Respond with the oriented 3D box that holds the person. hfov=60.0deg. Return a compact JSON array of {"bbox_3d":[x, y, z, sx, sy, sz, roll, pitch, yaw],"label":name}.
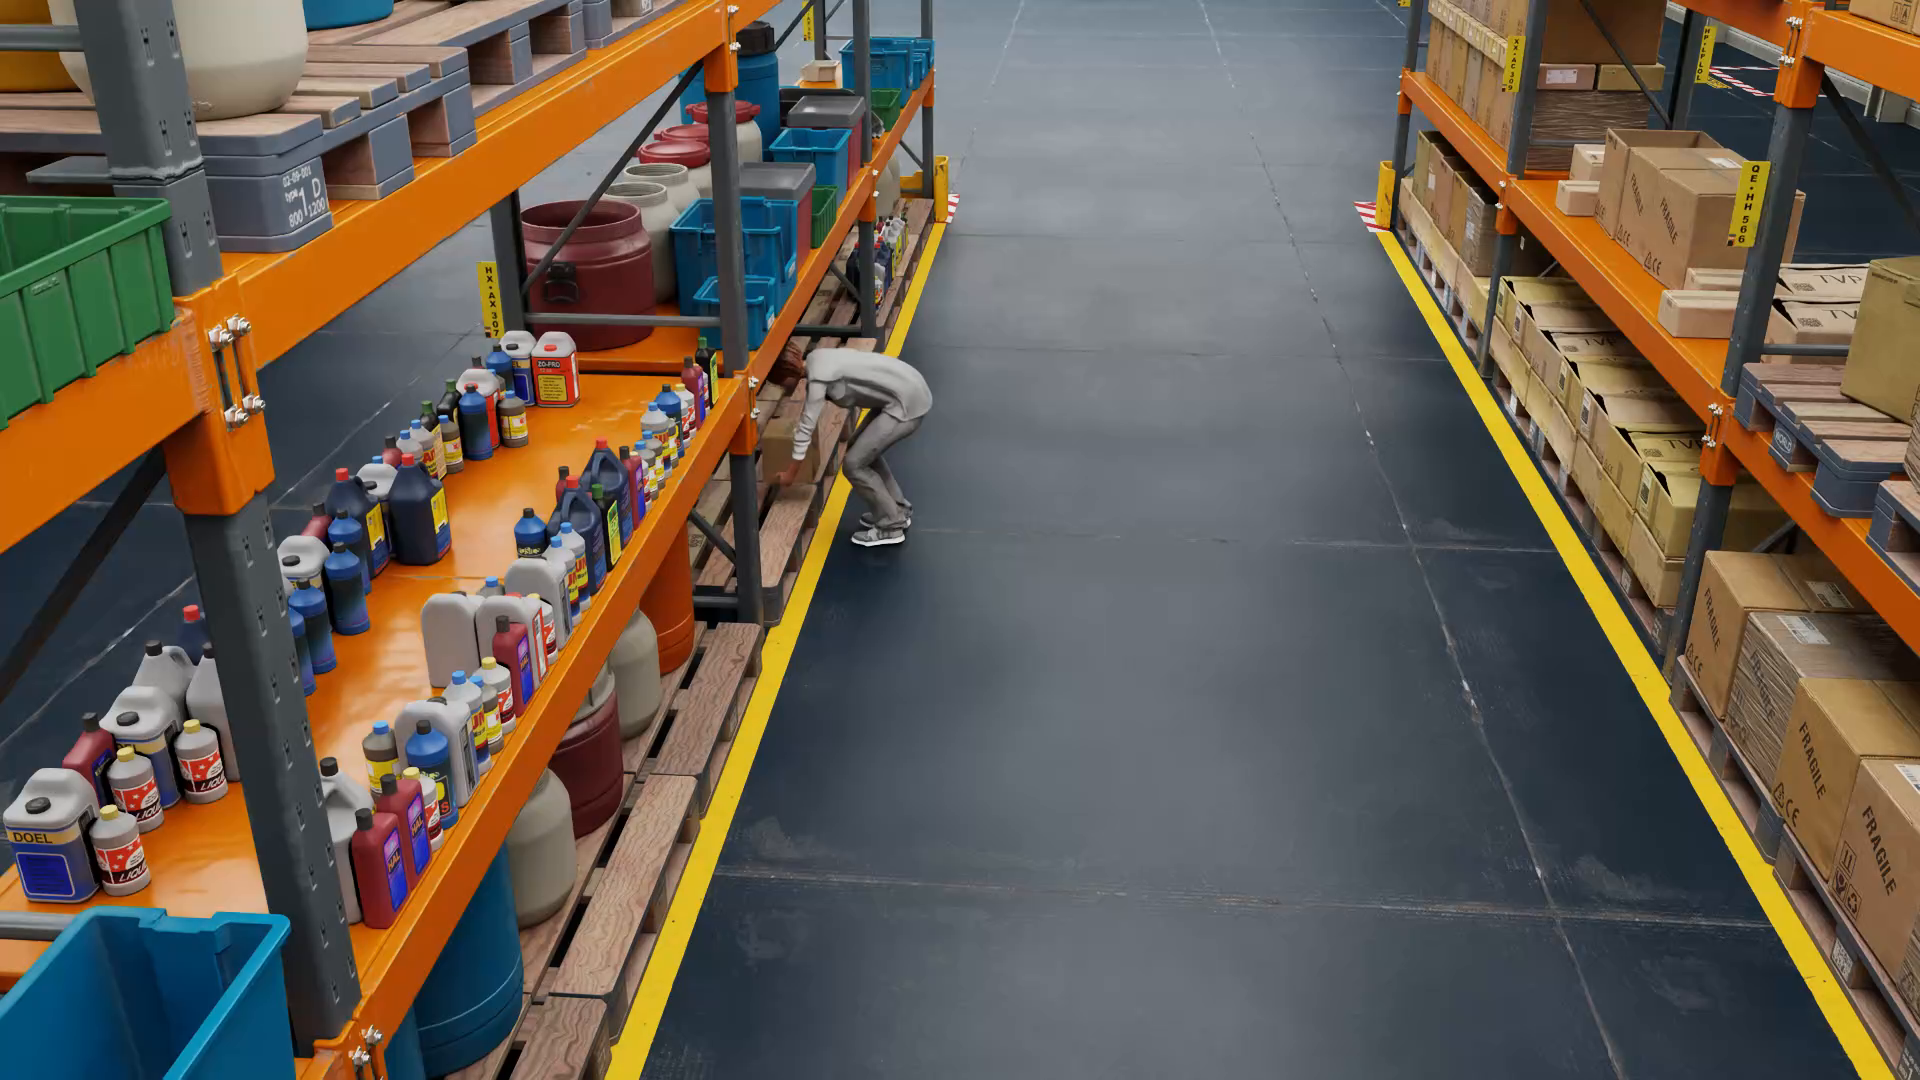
[{"bbox_3d":[-0.560,-0.497,8.365,0.851,1.032,0.418,1,25,1],"label":"person"}]
